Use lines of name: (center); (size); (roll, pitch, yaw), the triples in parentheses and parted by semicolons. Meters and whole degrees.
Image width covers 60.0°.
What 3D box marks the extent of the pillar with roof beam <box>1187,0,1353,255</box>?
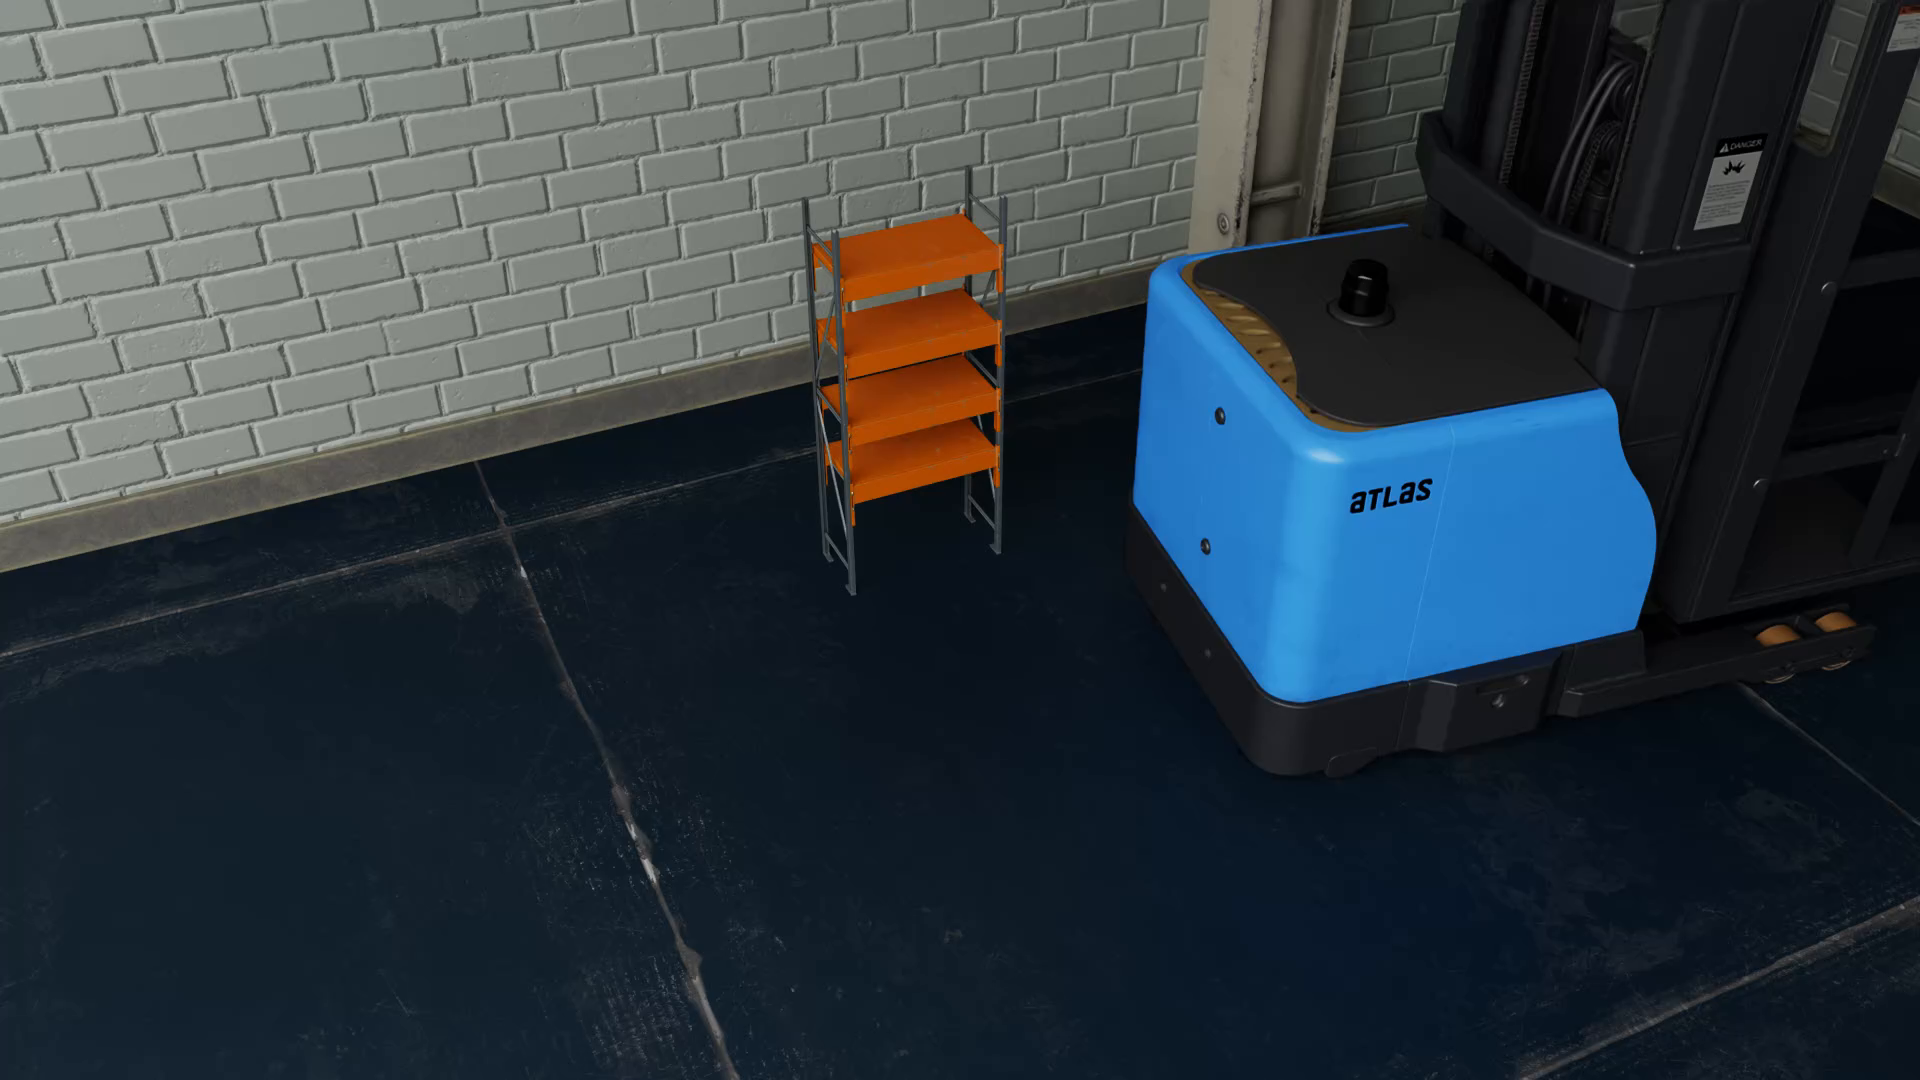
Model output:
pillar with roof beam: (2.960, -2.256, 0.738); (0.400, 9.000, 9.100); (-16, 39, -20)

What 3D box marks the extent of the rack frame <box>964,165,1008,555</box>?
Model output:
rack frame: (0.071, -0.502, 4.919); (0.015, 1.200, 0.240); (-16, 39, -20)

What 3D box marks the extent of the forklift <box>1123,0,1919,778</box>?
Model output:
forklift: (2.069, -1.061, 4.221); (3.031, 2.935, 1.130); (-11, 38, -14)

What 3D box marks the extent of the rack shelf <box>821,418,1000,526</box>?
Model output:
rack shelf: (-0.150, -0.226, 4.994); (0.480, 0.148, 0.258); (-16, 39, -20)

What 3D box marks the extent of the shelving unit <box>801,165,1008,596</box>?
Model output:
shelving unit: (-0.150, -0.440, 4.836); (0.503, 1.200, 0.258); (-16, 39, -20)

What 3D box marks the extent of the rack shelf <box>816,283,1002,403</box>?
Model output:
rack shelf: (-0.150, -0.566, 4.743); (0.480, 0.148, 0.258); (-16, 39, -20)

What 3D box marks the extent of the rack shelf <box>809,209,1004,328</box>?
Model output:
rack shelf: (-0.150, -0.756, 4.602); (0.480, 0.148, 0.258); (-16, 39, -20)

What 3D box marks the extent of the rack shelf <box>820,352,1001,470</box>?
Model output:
rack shelf: (-0.150, -0.386, 4.876); (0.480, 0.148, 0.258); (-16, 39, -20)

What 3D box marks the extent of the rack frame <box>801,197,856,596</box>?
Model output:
rack frame: (-0.371, -0.378, 4.753); (0.015, 1.200, 0.240); (-16, 39, -20)
